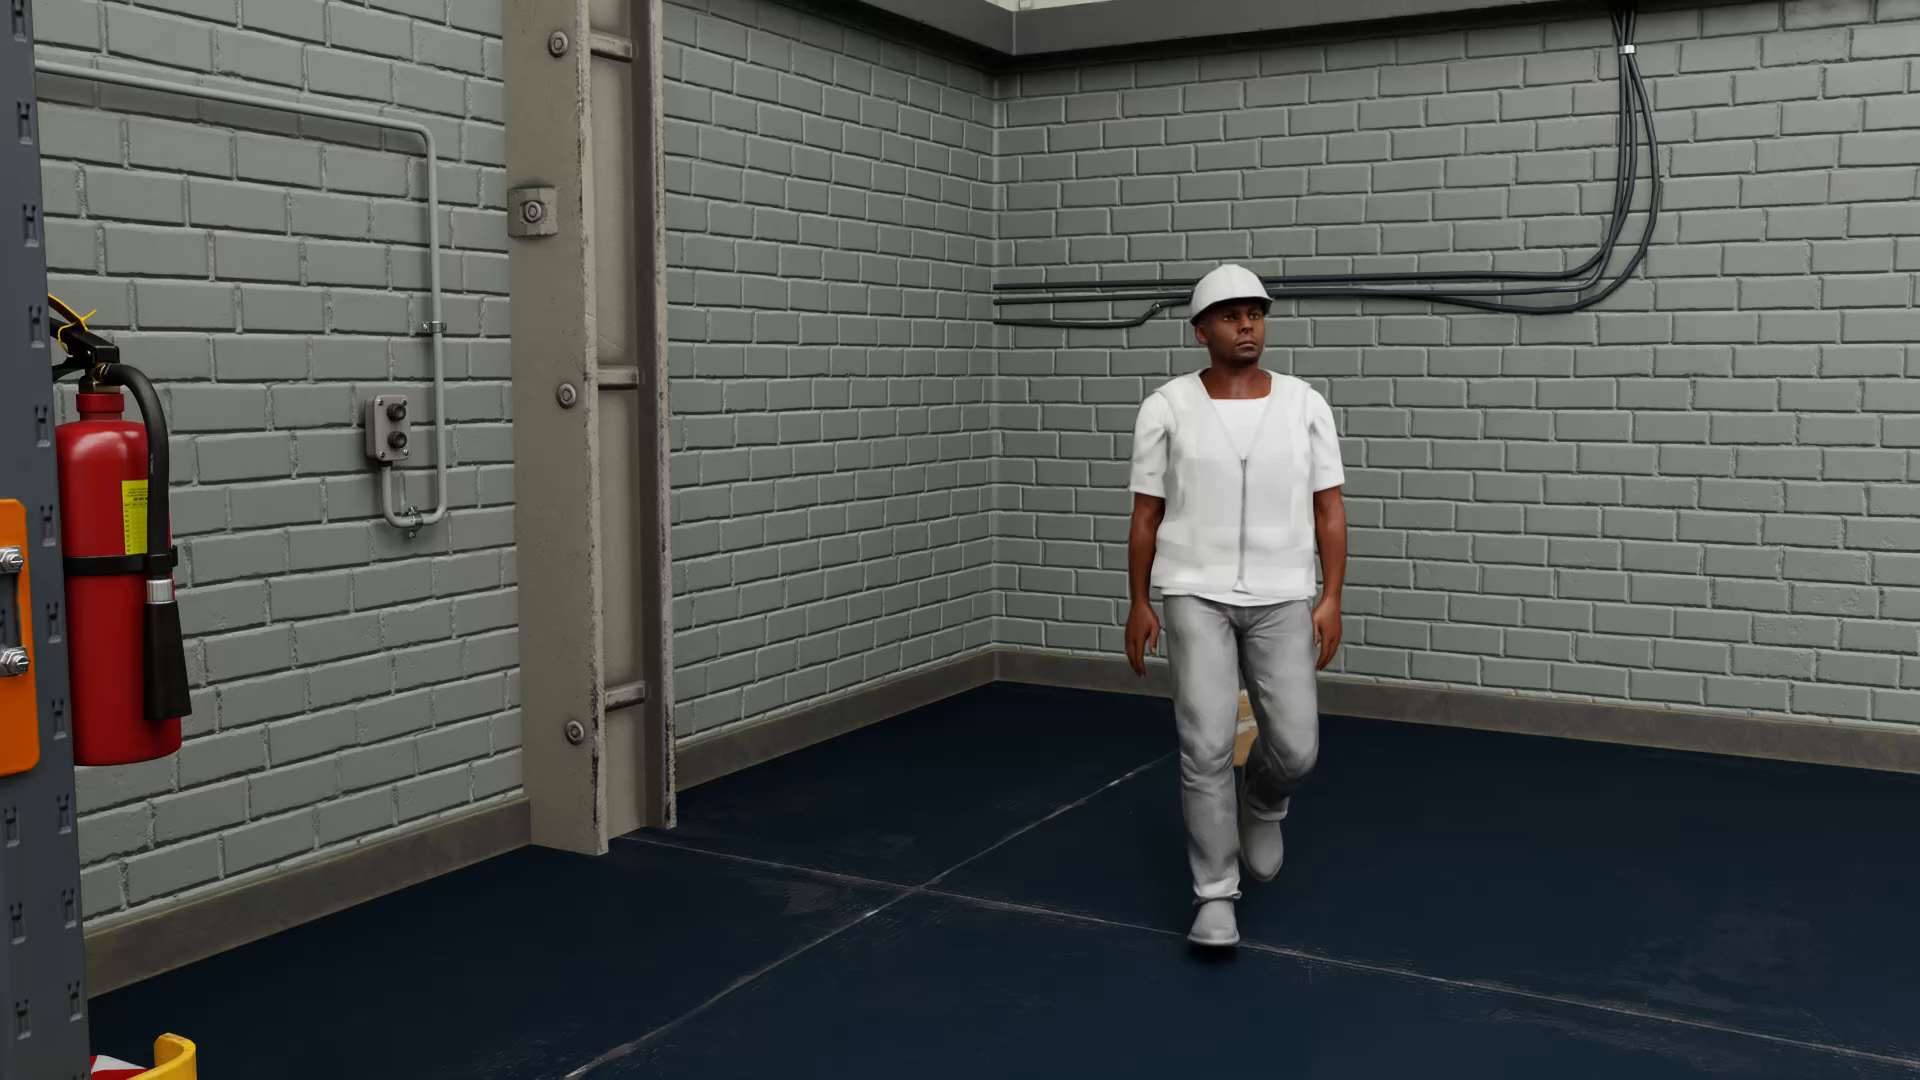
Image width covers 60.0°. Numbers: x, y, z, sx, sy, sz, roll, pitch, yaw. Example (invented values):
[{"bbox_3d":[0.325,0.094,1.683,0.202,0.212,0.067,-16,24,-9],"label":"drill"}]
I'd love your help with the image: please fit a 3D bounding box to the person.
[{"bbox_3d":[0.731,0.152,4.409,0.588,1.748,0.679,0,6,2],"label":"person"}]
